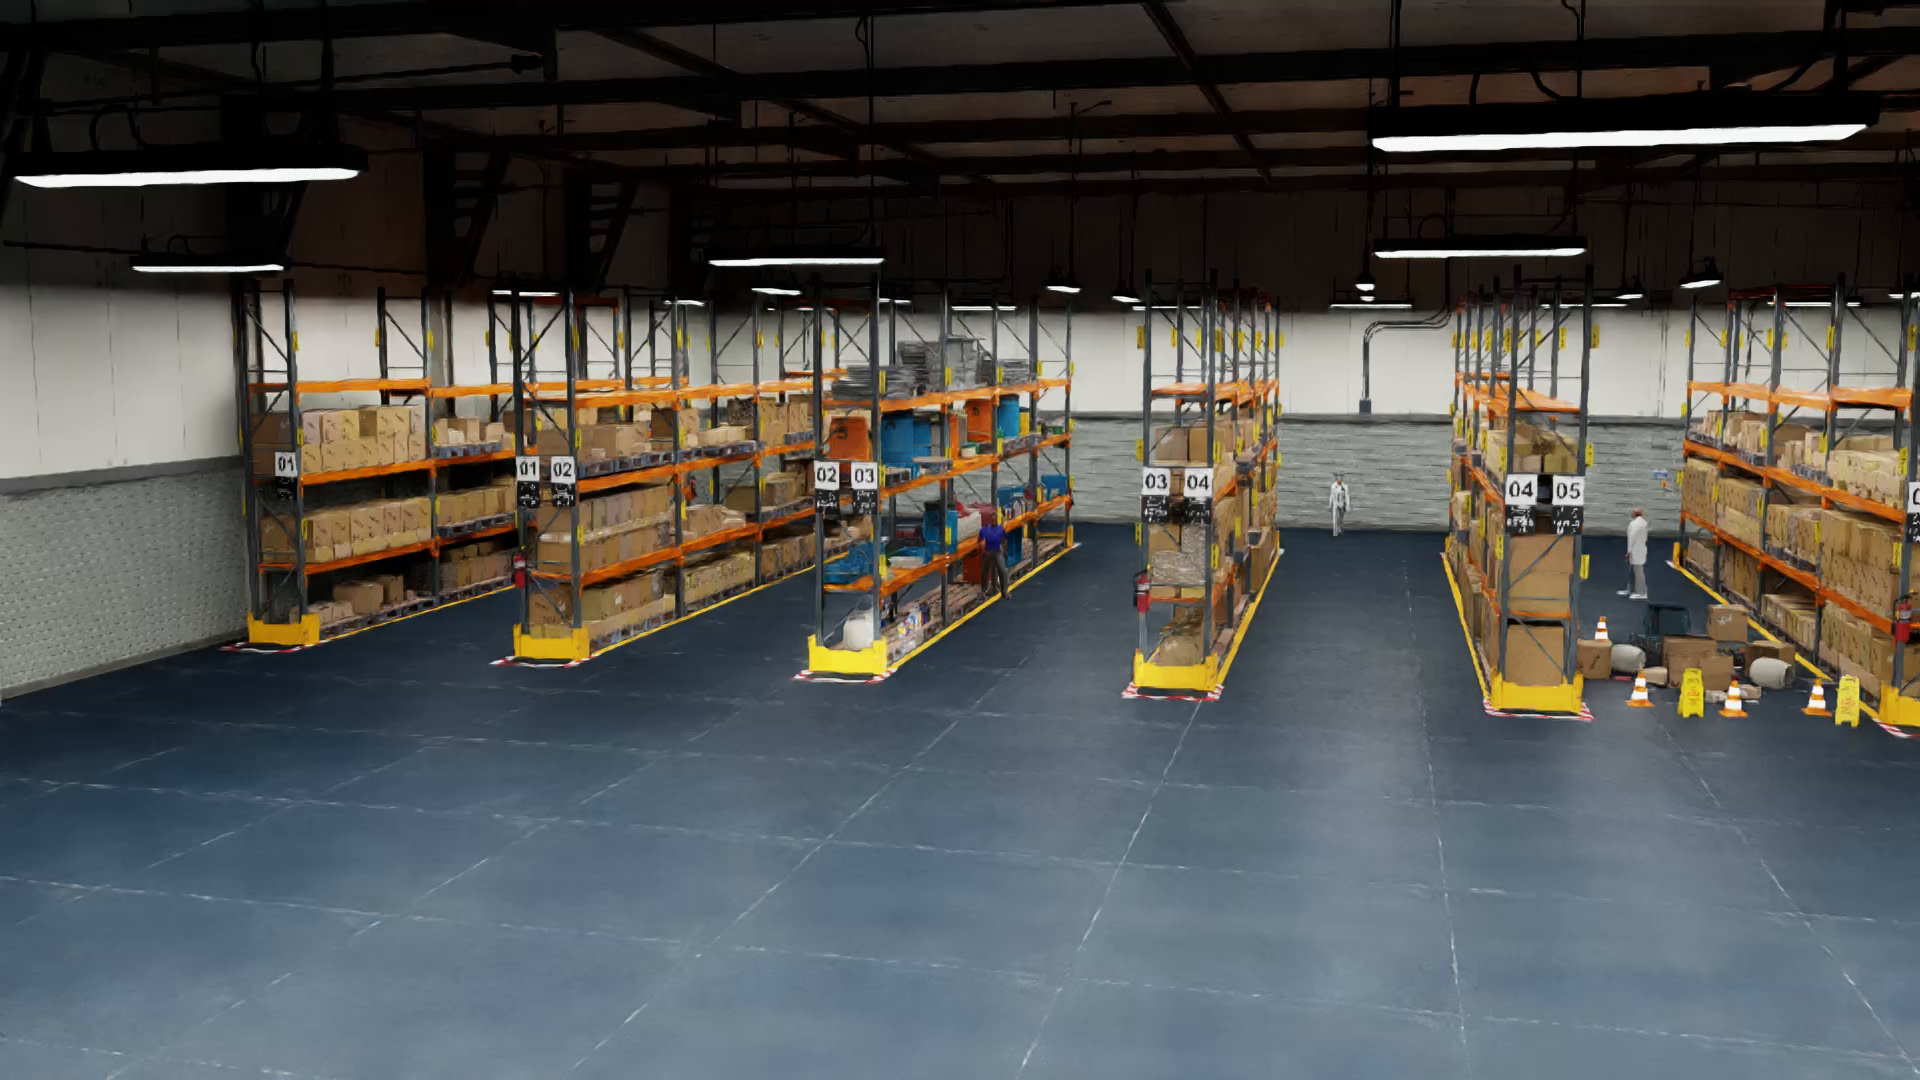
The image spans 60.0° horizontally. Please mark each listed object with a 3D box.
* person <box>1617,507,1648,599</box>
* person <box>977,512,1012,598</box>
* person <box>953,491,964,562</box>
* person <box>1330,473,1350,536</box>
[{"bbox_3d":[13.108,0.230,32.330,0.647,1.773,0.691,5,9,37],"label":"person"},{"bbox_3d":[0.627,0.267,30.638,0.626,1.577,0.811,0,7,-4],"label":"person"},{"bbox_3d":[-0.153,-0.291,37.184,0.546,1.638,1.118,2,7,17],"label":"person"},{"bbox_3d":[9.741,-0.925,42.655,0.500,1.625,0.998,2,7,13],"label":"person"}]
